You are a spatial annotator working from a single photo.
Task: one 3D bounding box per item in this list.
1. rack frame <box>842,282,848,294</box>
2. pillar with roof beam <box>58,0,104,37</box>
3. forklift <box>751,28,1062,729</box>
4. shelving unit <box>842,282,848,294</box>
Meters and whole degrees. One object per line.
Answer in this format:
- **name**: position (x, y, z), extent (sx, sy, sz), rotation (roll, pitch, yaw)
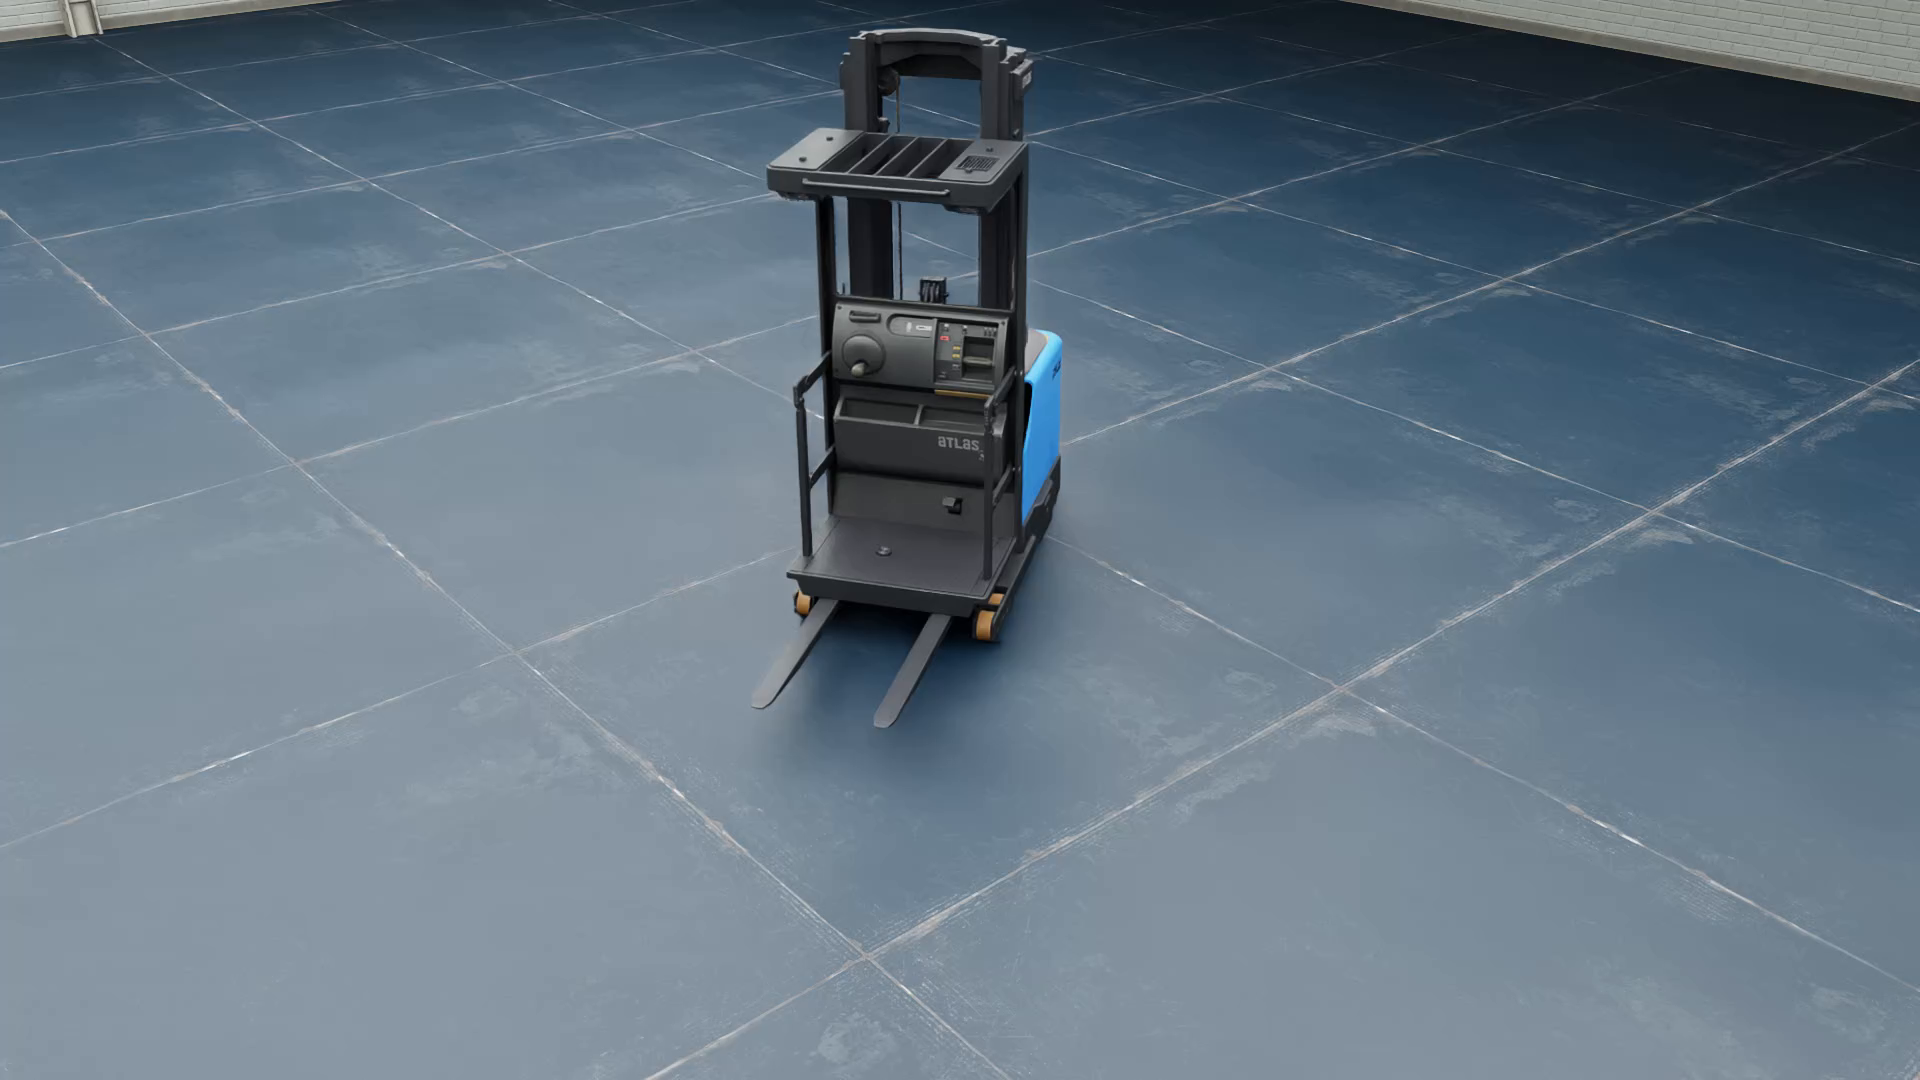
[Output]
- **rack frame**: position (-0.691, -0.983, 10.305), extent (0.015, 1.200, 0.240), rotation (-4, 26, -7)
- **pillar with roof beam**: position (-9.131, -9.324, 17.649), extent (0.400, 9.000, 9.100), rotation (-22, 35, -35)
- **forklift**: position (-0.265, -0.960, 8.436), extent (1.130, 2.935, 3.031), rotation (7, 29, 13)
- **shelving unit**: position (-0.450, -0.998, 10.334), extent (0.503, 1.200, 0.258), rotation (-4, 26, -7)
